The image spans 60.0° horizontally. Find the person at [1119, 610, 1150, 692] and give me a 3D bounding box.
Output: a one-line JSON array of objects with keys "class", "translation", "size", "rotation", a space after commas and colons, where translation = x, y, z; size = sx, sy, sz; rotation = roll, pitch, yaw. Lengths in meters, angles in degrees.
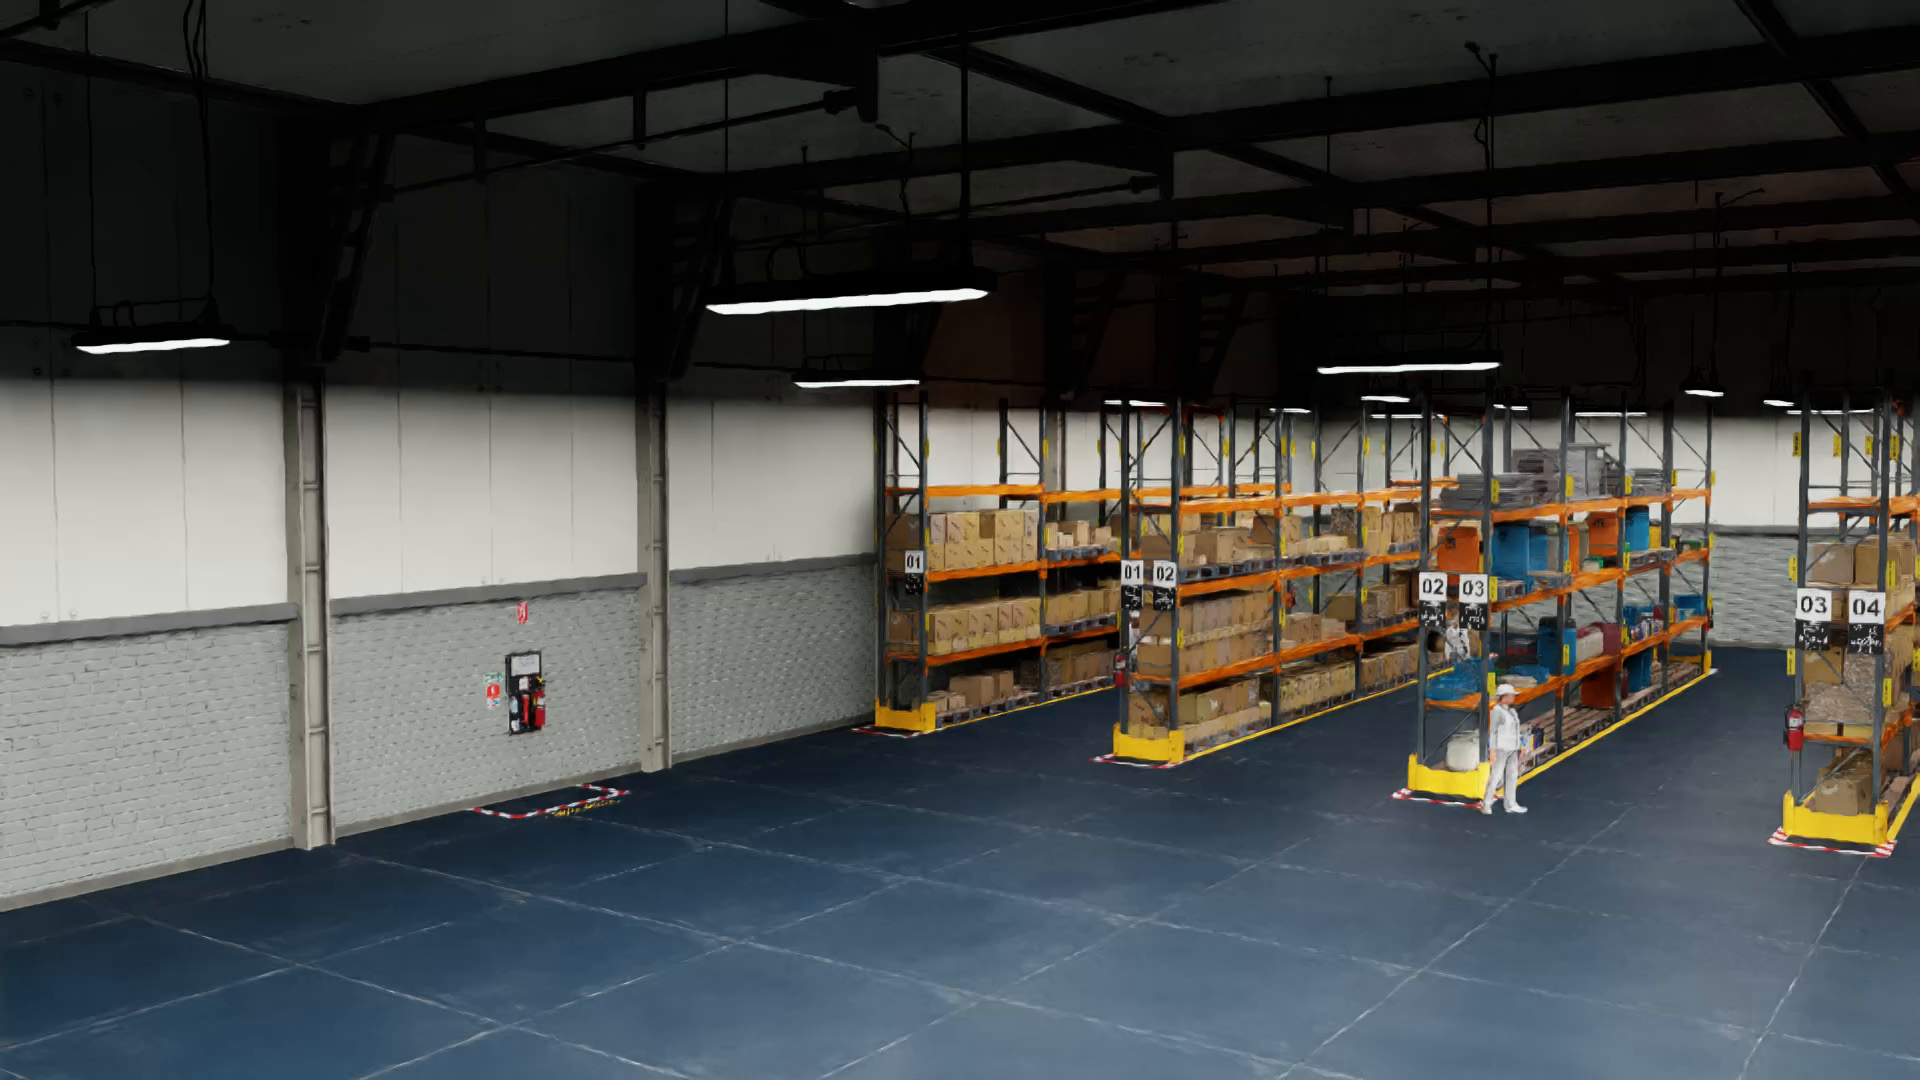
[{"class": "person", "translation": [3.591, 2.268, 33.665], "size": [0.701, 1.717, 0.849], "rotation": [1, 3, 18]}]

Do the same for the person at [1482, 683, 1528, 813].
[{"class": "person", "translation": [7.430, 2.851, 22.747], "size": [0.648, 1.778, 0.462], "rotation": [-3, 4, -43]}]

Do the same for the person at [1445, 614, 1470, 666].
[{"class": "person", "translation": [10.195, 2.293, 34.161], "size": [0.495, 1.589, 1.086], "rotation": [2, 4, 37]}]
